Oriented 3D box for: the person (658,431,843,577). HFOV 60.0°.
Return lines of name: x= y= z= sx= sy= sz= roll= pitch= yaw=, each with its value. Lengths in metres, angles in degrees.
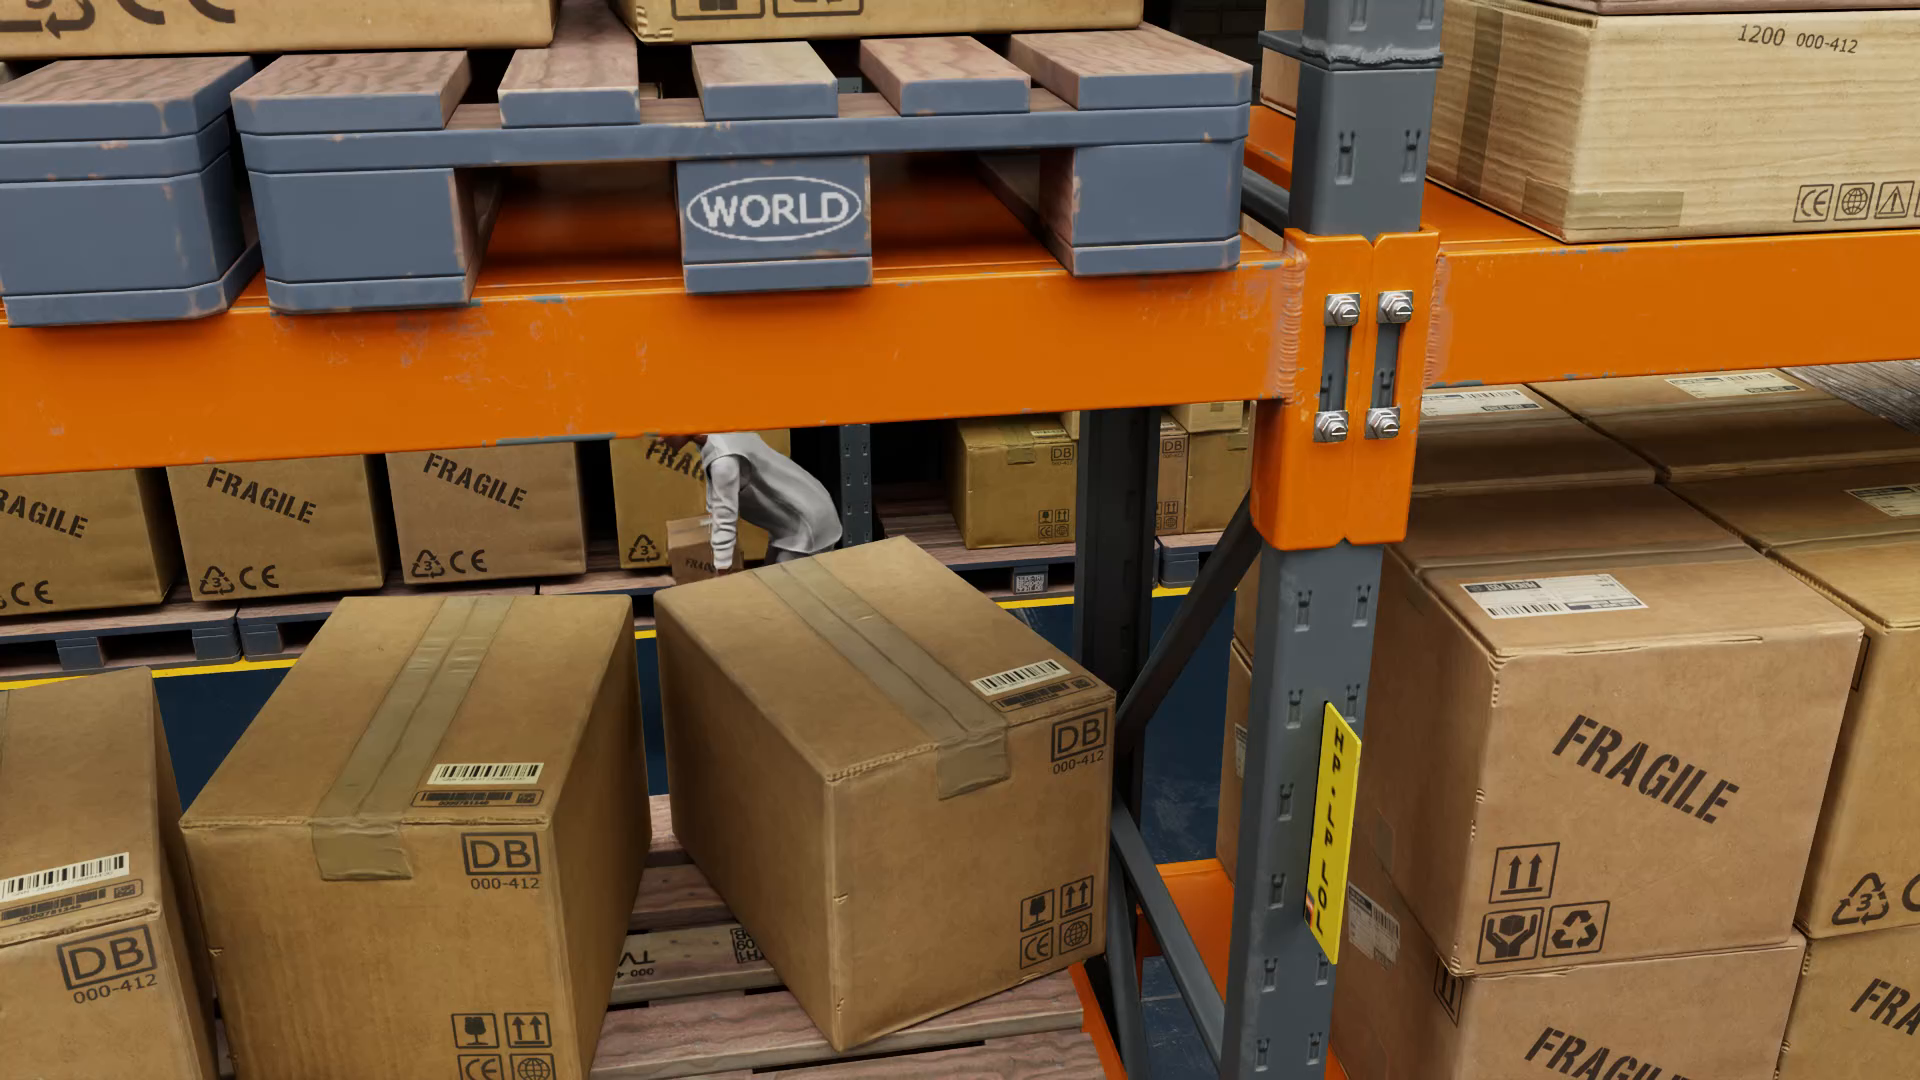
person: x=-0.777 y=0.143 z=6.181 sx=0.690 sy=1.285 sz=0.376 roll=-4 pitch=24 yaw=-10
